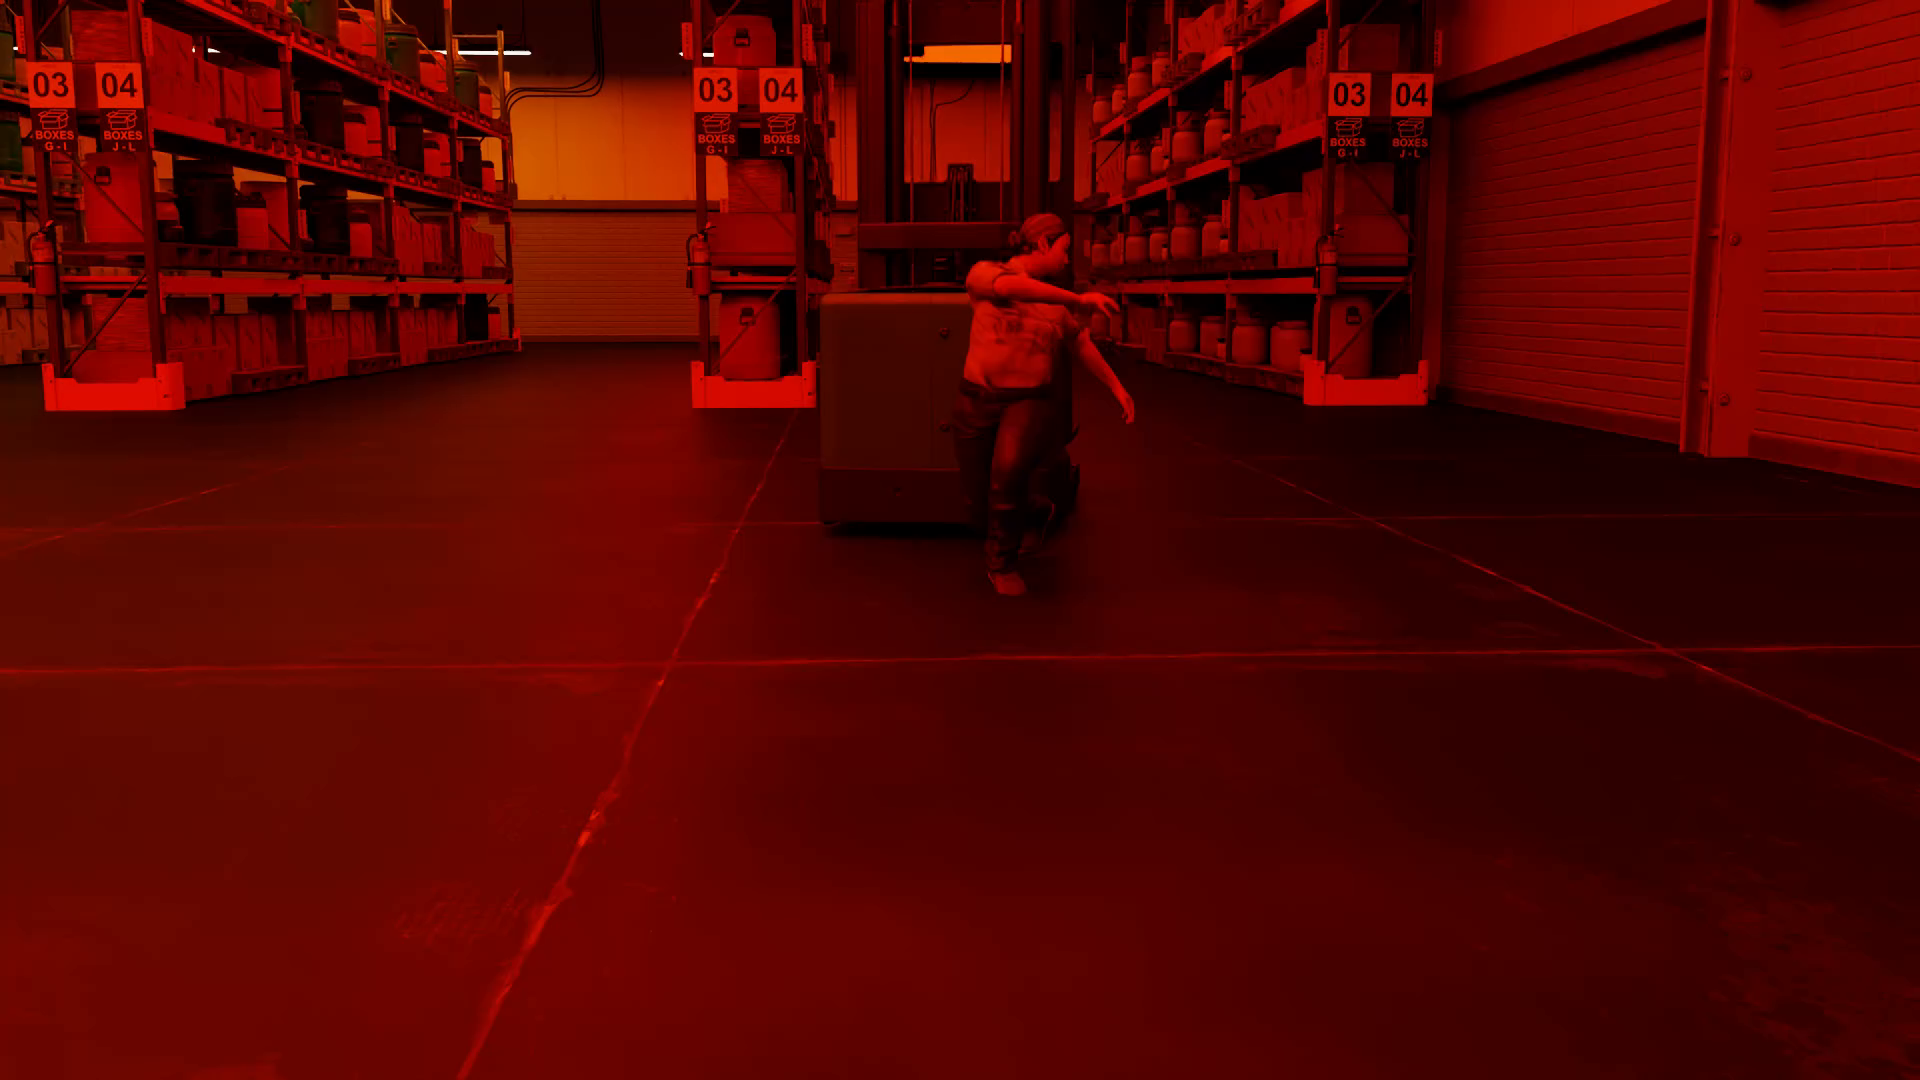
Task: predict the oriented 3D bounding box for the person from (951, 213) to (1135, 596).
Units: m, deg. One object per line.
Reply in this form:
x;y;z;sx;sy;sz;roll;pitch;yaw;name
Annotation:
0.323;-0.518;6.292;0.709;1.420;0.932;0;8;3;person

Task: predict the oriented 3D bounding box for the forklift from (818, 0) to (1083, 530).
0.058;-1.673;8.599;1.130;2.935;3.031;1;9;7;forklift
